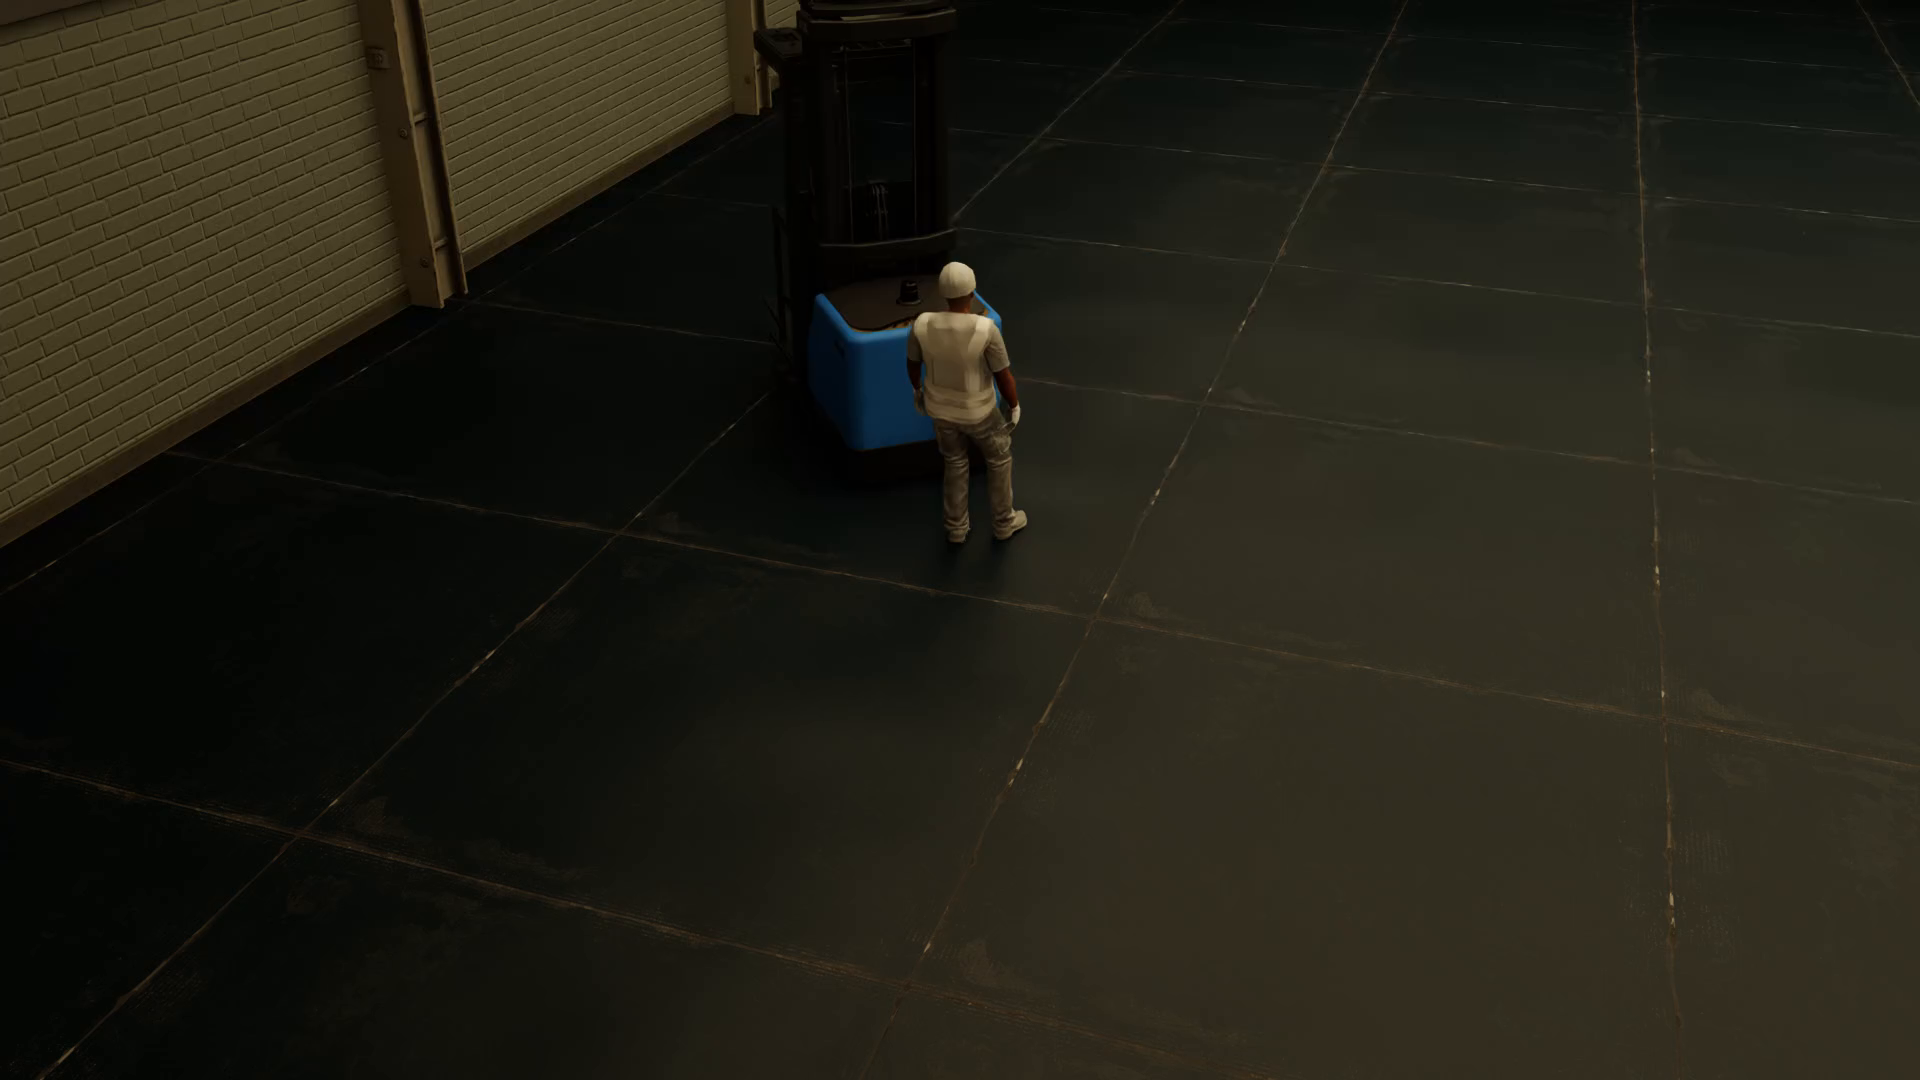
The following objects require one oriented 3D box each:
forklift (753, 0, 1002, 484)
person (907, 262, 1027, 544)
[{"bbox_3d":[-0.705,-2.343,11.246,1.130,2.935,3.031,-10,31,-17],"label":"forklift"},{"bbox_3d":[0.046,-0.820,9.756,0.681,1.771,0.565,11,32,19],"label":"person"}]
